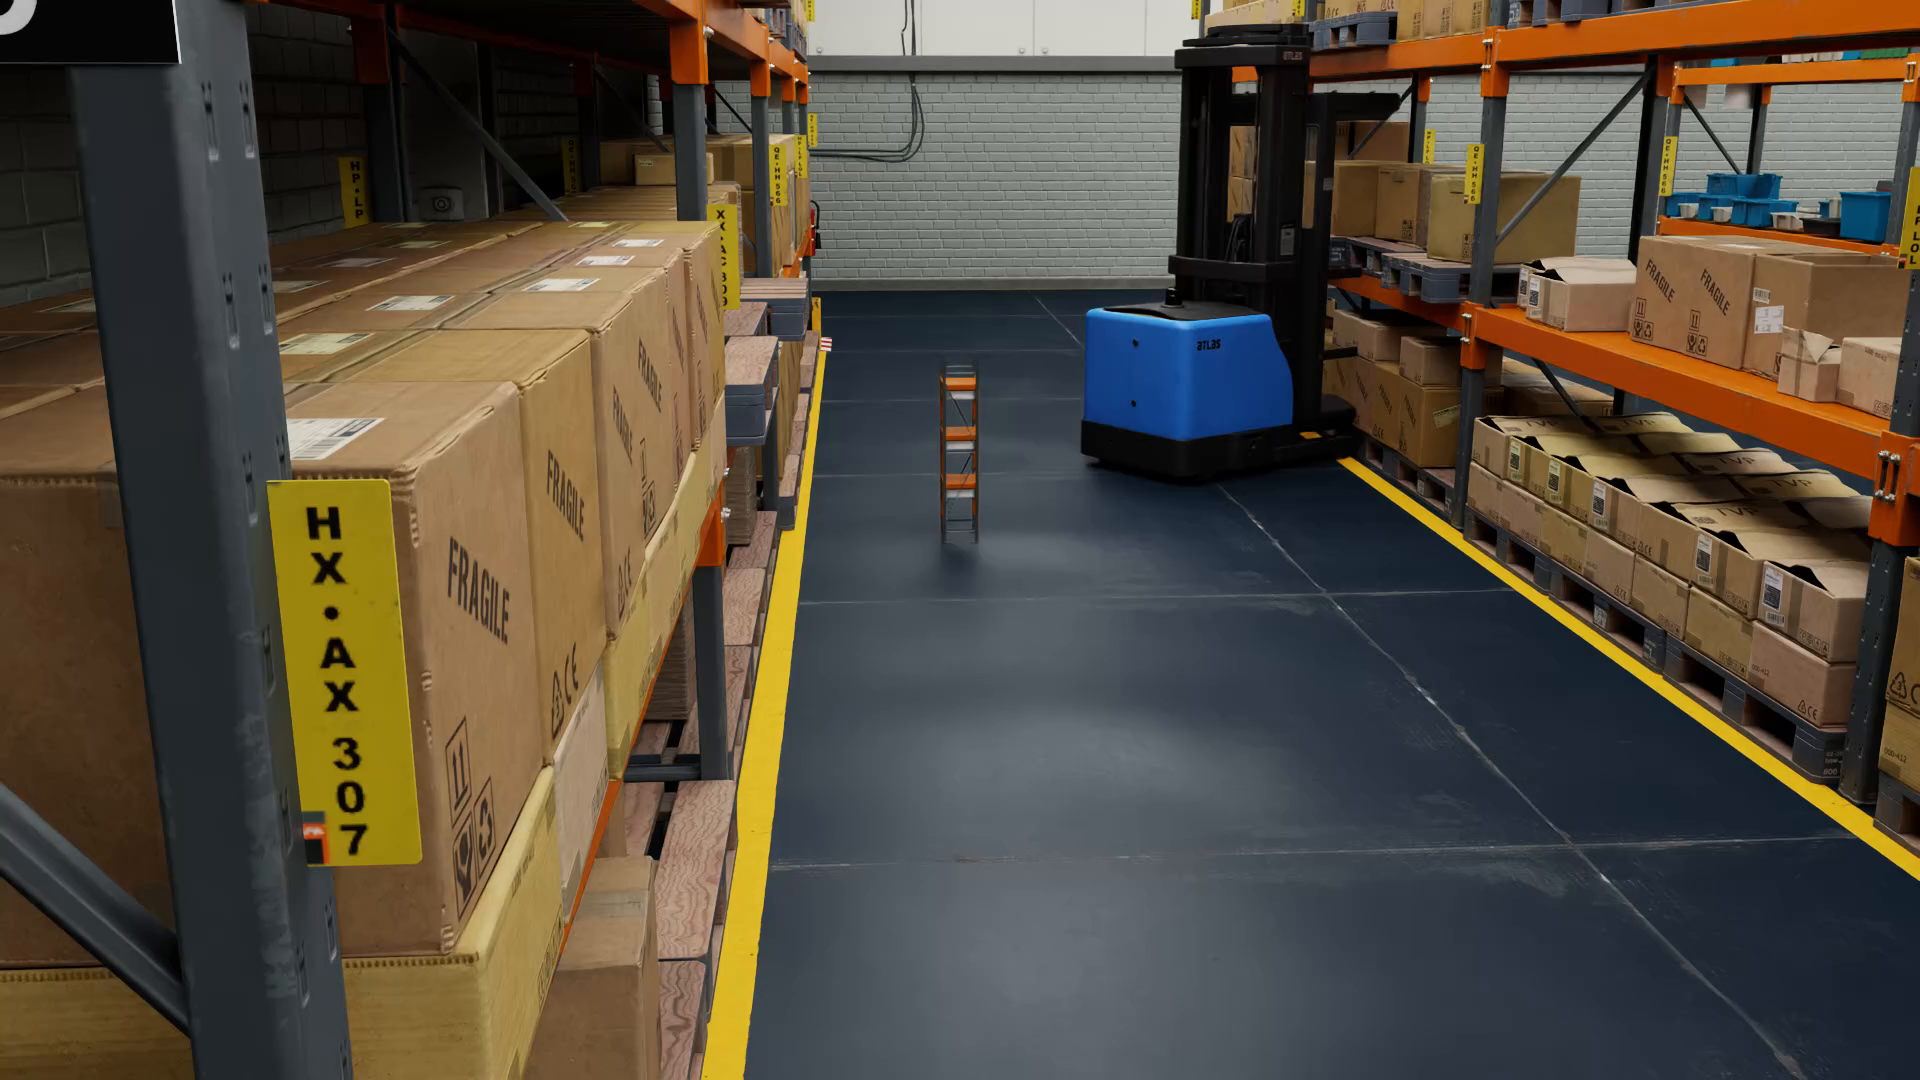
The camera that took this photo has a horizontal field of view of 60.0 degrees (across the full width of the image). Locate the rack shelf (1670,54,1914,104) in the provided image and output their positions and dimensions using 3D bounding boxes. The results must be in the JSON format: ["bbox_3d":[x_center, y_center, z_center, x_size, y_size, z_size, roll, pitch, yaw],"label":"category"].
[{"bbox_3d":[7.982,-4.200,15.255,1.077,0.370,4.000,-1,14,-3],"label":"rack shelf"}]

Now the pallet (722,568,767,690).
[{"bbox_3d":[-1.414,0.397,7.561,1.003,0.211,1.213,-1,14,-3],"label":"pallet"}]

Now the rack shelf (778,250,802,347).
[{"bbox_3d":[-1.658,-1.600,11.168,1.077,0.370,4.000,-1,14,-3],"label":"rack shelf"}]

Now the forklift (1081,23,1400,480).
[{"bbox_3d":[2.327,-2.084,11.746,3.031,2.935,1.130,-11,18,-36],"label":"forklift"}]

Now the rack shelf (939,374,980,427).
[{"bbox_3d":[-0.003,-0.786,9.379,0.215,0.259,0.240,-1,14,-3],"label":"rack shelf"}]

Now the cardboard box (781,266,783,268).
[{"bbox_3d":[-1.444,-2.000,11.743,0.380,0.149,0.250,-1,14,-3],"label":"cardboard box"}]

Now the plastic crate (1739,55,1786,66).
[{"bbox_3d":[7.679,-4.632,15.613,0.504,0.338,0.767,-1,14,-3],"label":"plastic crate"}]

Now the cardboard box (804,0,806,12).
[{"bbox_3d":[-1.712,-5.258,15.674,0.500,0.500,0.500,-1,14,-4],"label":"cardboard box"}]

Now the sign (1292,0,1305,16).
[{"bbox_3d":[2.621,-4.216,12.835,0.100,0.325,0.005,-1,14,-3],"label":"sign"}]

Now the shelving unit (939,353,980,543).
[{"bbox_3d":[-0.003,-0.522,9.447,0.215,1.050,0.252,-1,14,-3],"label":"shelving unit"}]

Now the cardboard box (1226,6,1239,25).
[{"bbox_3d":[2.748,-4.760,15.283,0.500,0.250,0.500,-1,14,-3],"label":"cardboard box"}]

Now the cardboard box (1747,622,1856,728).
[{"bbox_3d":[3.343,0.496,6.254,0.500,0.250,0.500,-1,14,-4],"label":"cardboard box"}]

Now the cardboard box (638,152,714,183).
[{"bbox_3d":[-1.483,-1.941,8.666,0.380,0.149,0.250,-3,15,-11],"label":"cardboard box"}]

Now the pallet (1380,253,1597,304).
[{"bbox_3d":[3.298,-1.603,10.121,1.213,0.211,1.003,-1,14,-3],"label":"pallet"}]

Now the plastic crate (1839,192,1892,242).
[{"bbox_3d":[7.737,-2.731,14.032,0.392,0.384,0.575,-1,14,-3],"label":"plastic crate"}]

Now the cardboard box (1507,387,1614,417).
[{"bbox_3d":[3.667,-0.648,10.160,0.500,0.500,0.500,0,14,-1],"label":"cardboard box"}]

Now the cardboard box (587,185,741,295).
[{"bbox_3d":[-1.433,-1.457,8.086,0.700,0.500,0.500,-2,15,-9],"label":"cardboard box"}]

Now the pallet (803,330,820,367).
[{"bbox_3d":[-1.902,-1.892,16.458,1.003,0.211,1.213,-1,14,-3],"label":"pallet"}]

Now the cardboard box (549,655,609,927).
[{"bbox_3d":[-0.798,0.346,2.421,0.500,0.250,0.500,-1,14,-5],"label":"cardboard box"}]

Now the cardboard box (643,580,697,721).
[{"bbox_3d":[-1.348,0.359,6.246,0.700,0.500,0.500,0,14,-2],"label":"cardboard box"}]

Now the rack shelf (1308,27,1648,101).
[{"bbox_3d":[3.286,-3.130,11.095,1.077,0.370,4.000,-1,14,-3],"label":"rack shelf"}]

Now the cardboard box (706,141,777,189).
[{"bbox_3d":[-1.306,-2.140,9.482,0.500,0.250,0.500,-1,14,-2],"label":"cardboard box"}]

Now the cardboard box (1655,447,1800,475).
[{"bbox_3d":[3.755,-0.290,8.185,0.500,0.311,0.500,-1,14,-4],"label":"cardboard box"}]

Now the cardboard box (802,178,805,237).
[{"bbox_3d":[-1.894,-3.089,14.909,0.980,0.700,0.700,-2,15,-6],"label":"cardboard box"}]

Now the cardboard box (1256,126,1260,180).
[{"bbox_3d":[2.838,-3.305,14.144,0.500,0.500,0.500,-1,14,-5],"label":"cardboard box"}]

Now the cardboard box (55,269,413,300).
[{"bbox_3d":[-1.368,-0.255,3.252,0.500,0.500,0.500,-1,14,-3],"label":"cardboard box"}]

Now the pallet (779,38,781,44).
[{"bbox_3d":[-1.676,-3.578,11.779,0.805,0.209,1.217,-1,15,-6],"label":"pallet"}]

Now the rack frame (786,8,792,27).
[{"bbox_3d":[-1.782,-5.351,12.264,1.000,3.000,0.127,-1,14,-3],"label":"rack frame"}]

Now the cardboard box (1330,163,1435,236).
[{"bbox_3d":[3.074,-2.484,12.116,0.700,0.500,0.500,1,14,5],"label":"cardboard box"}]

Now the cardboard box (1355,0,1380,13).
[{"bbox_3d":[3.184,-3.984,11.726,0.600,0.600,0.600,-1,14,-4],"label":"cardboard box"}]

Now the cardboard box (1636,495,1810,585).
[{"bbox_3d":[3.280,-0.027,7.160,0.500,0.311,0.500,-1,14,-4],"label":"cardboard box"}]

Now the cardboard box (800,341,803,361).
[{"bbox_3d":[-1.783,-1.879,14.982,0.700,0.500,0.500,-1,14,-2],"label":"cardboard box"}]

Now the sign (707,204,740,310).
[{"bbox_3d":[-0.745,-0.886,5.211,0.100,0.325,0.005,-1,14,-3],"label":"sign"}]

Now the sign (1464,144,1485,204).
[{"bbox_3d":[2.869,-2.040,9.270,0.100,0.325,0.005,-1,14,-3],"label":"sign"}]

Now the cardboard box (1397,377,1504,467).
[{"bbox_3d":[3.118,-0.760,10.593,0.500,0.500,0.500,0,14,-1],"label":"cardboard box"}]

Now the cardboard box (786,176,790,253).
[{"bbox_3d":[-1.401,-2.161,11.068,0.500,0.500,0.500,0,14,-2],"label":"cardboard box"}]

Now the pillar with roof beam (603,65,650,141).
[{"bbox_3d":[1.608,-5.578,13.147,9.100,9.000,0.400,-1,14,-3],"label":"pillar with roof beam"}]

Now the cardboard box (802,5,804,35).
[{"bbox_3d":[-1.686,-4.765,15.263,0.500,0.250,0.500,-1,14,-6],"label":"cardboard box"}]

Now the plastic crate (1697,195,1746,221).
[{"bbox_3d":[7.586,-3.311,16.591,0.416,0.233,0.300,-1,14,-3],"label":"plastic crate"}]

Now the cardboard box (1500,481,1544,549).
[{"bbox_3d":[3.181,-0.140,8.727,0.500,0.250,0.500,-1,14,-5],"label":"cardboard box"}]

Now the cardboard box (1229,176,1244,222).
[{"bbox_3d":[2.774,-3.074,15.255,0.500,0.500,0.500,-1,14,-3],"label":"cardboard box"}]

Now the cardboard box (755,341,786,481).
[{"bbox_3d":[-1.448,-0.798,10.080,0.750,0.750,0.750,-1,14,-4],"label":"cardboard box"}]

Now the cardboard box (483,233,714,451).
[{"bbox_3d":[-0.911,-0.519,4.281,0.500,0.500,0.500,-1,14,-4],"label":"cardboard box"}]

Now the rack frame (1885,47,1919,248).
[{"bbox_3d":[8.106,-2.599,13.606,1.000,3.000,0.127,-1,14,-3],"label":"rack frame"}]

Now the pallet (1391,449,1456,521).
[{"bbox_3d":[3.402,-0.364,10.518,1.003,0.211,1.213,-1,14,-3],"label":"pallet"}]

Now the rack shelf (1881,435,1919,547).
[{"bbox_3d":[3.782,0.312,3.736,1.077,0.370,4.000,-1,14,-3],"label":"rack shelf"}]

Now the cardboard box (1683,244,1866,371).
[{"bbox_3d":[3.563,-1.029,7.304,0.500,0.500,0.500,-1,14,-3],"label":"cardboard box"}]

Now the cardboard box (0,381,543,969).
[{"bbox_3d":[-0.768,0.115,1.815,0.500,0.500,0.500,-1,14,-3],"label":"cardboard box"}]

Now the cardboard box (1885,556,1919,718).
[{"bbox_3d":[3.374,0.352,5.310,0.500,0.500,0.500,-1,14,-3],"label":"cardboard box"}]

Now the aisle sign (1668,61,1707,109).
[{"bbox_3d":[7.558,-4.866,17.201,0.394,0.787,0.004,-1,14,-3],"label":"aisle sign"}]

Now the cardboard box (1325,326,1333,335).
[{"bbox_3d":[2.949,-1.401,13.087,0.500,0.500,0.500,-2,15,-6],"label":"cardboard box"}]

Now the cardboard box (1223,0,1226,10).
[{"bbox_3d":[2.963,-5.376,16.173,0.700,0.500,0.500,-1,14,-3],"label":"cardboard box"}]

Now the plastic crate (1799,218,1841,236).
[{"bbox_3d":[7.769,-2.769,14.699,0.437,0.125,0.590,-1,14,-3],"label":"plastic crate"}]

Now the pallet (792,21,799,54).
[{"bbox_3d":[-1.822,-4.059,13.441,1.003,0.211,1.213,-1,14,-3],"label":"pallet"}]

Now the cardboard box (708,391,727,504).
[{"bbox_3d":[-0.954,-0.280,4.856,0.500,0.250,0.500,-1,14,-3],"label":"cardboard box"}]

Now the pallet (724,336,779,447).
[{"bbox_3d":[-1.188,-0.555,6.051,1.003,0.211,1.213,-1,14,-3],"label":"pallet"}]

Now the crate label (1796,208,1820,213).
[{"bbox_3d":[8.135,-3.154,16.172,0.396,0.136,0.243,-1,14,-3],"label":"crate label"}]
